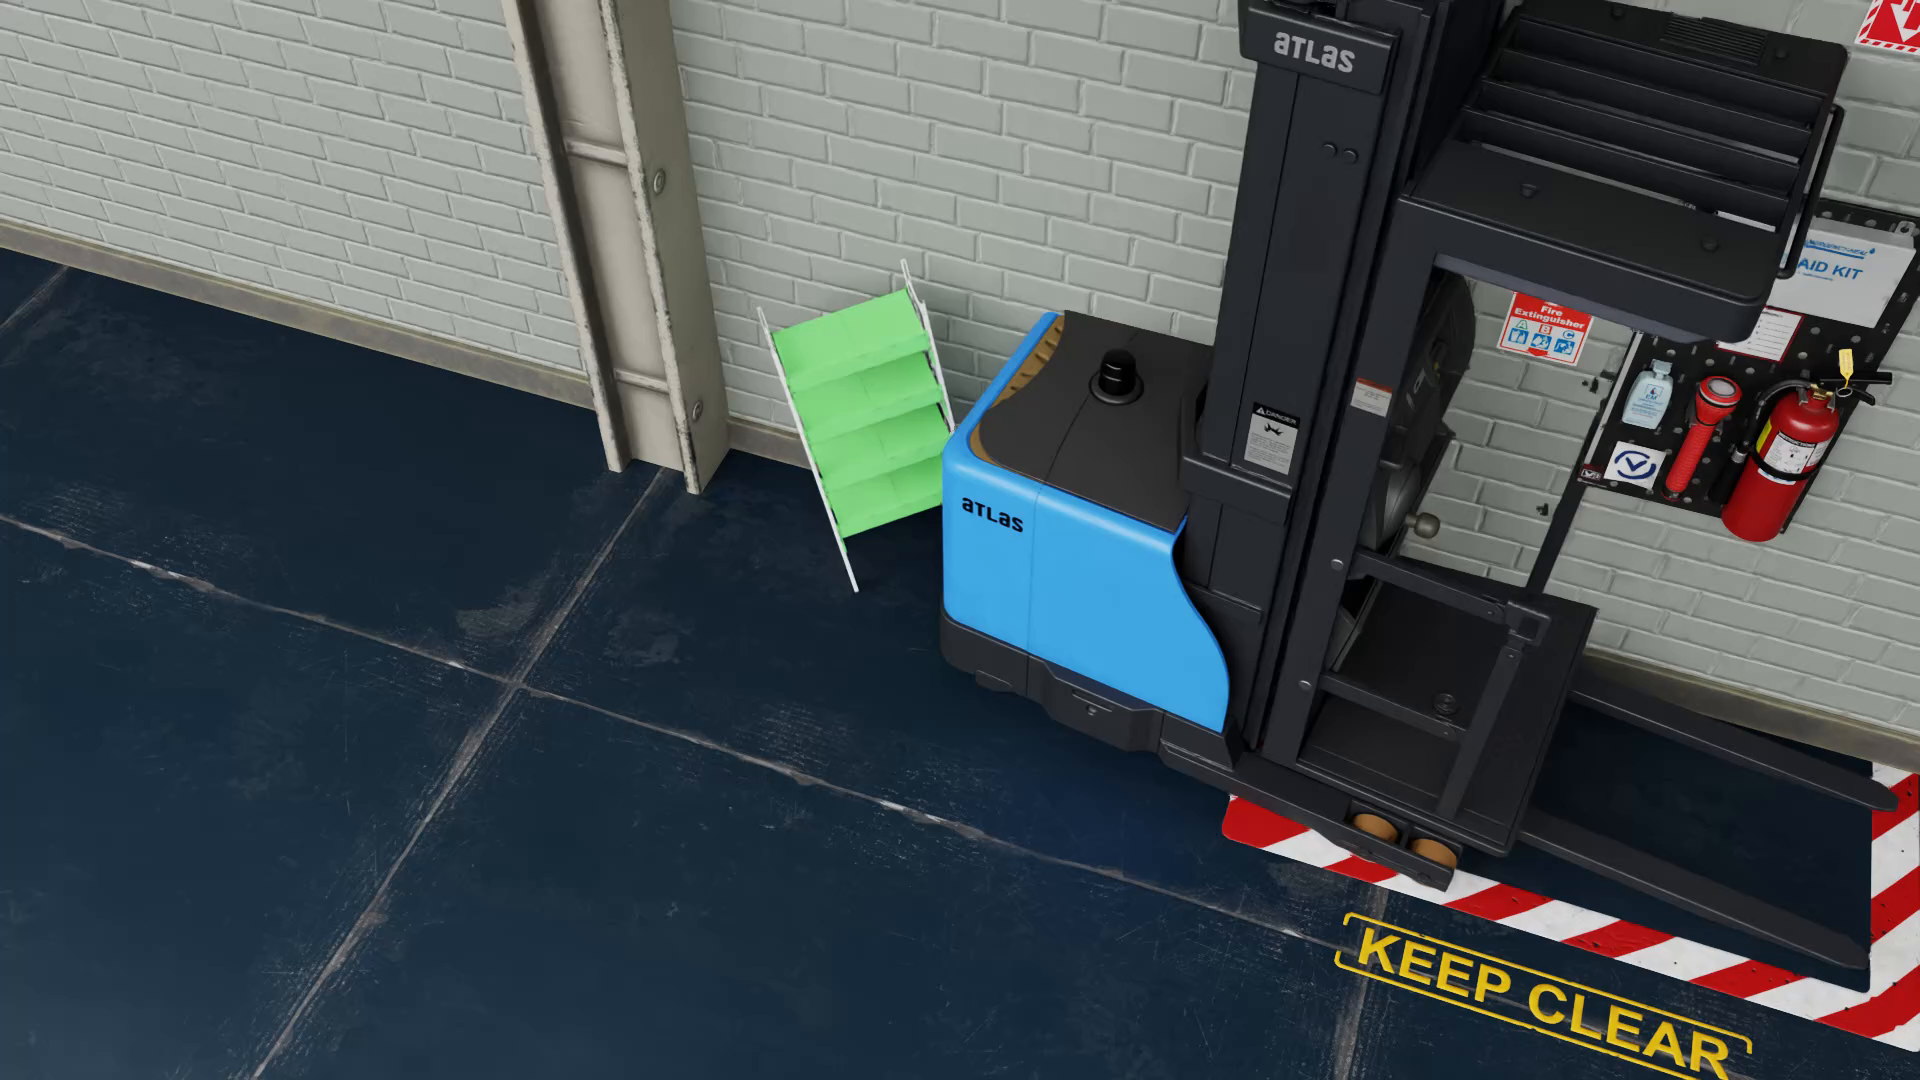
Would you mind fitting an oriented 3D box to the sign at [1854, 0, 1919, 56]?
[{"bbox_3d":[2.216,-1.251,3.815,0.199,0.298,0.001,16,51,13],"label":"sign"}]

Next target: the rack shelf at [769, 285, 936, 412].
[{"bbox_3d":[-0.351,-0.625,5.404,0.480,0.148,0.258,-19,49,-4],"label":"rack shelf"}]

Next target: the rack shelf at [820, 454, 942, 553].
[{"bbox_3d":[-0.230,-0.164,5.944,0.480,0.148,0.258,-19,49,-4],"label":"rack shelf"}]

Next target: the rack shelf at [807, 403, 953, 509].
[{"bbox_3d":[-0.270,-0.318,5.764,0.480,0.148,0.258,-19,49,-4],"label":"rack shelf"}]

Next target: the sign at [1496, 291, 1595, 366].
[{"bbox_3d":[1.706,-0.649,4.804,0.234,0.329,0.001,16,51,13],"label":"sign"}]

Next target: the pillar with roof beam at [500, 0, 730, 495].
[{"bbox_3d":[-2.627,-0.229,0.494,0.400,9.000,9.100,16,51,13],"label":"pillar with roof beam"}]

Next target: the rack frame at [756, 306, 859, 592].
[{"bbox_3d":[-0.511,-0.279,5.699,0.015,1.200,0.240,-19,49,-4],"label":"rack frame"}]

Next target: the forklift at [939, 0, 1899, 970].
[{"bbox_3d":[1.474,-0.318,4.586,3.031,2.935,1.130,22,53,18],"label":"forklift"}]

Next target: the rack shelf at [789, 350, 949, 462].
[{"bbox_3d":[-0.311,-0.471,5.584,0.480,0.148,0.258,-19,49,-4],"label":"rack shelf"}]

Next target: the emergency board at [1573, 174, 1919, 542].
[{"bbox_3d":[2.189,-0.419,4.628,0.643,1.169,0.194,16,51,13],"label":"emergency board"}]

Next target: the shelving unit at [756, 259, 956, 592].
[{"bbox_3d":[-0.281,-0.359,5.716,0.503,1.200,0.258,-19,49,-4],"label":"shelving unit"}]

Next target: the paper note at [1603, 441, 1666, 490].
[{"bbox_3d":[2.046,-0.226,5.044,0.142,0.148,0.016,16,51,13],"label":"paper note"}]

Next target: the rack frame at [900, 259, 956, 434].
[{"bbox_3d":[-0.051,-0.438,5.732,0.015,1.200,0.240,-19,49,-4],"label":"rack frame"}]
